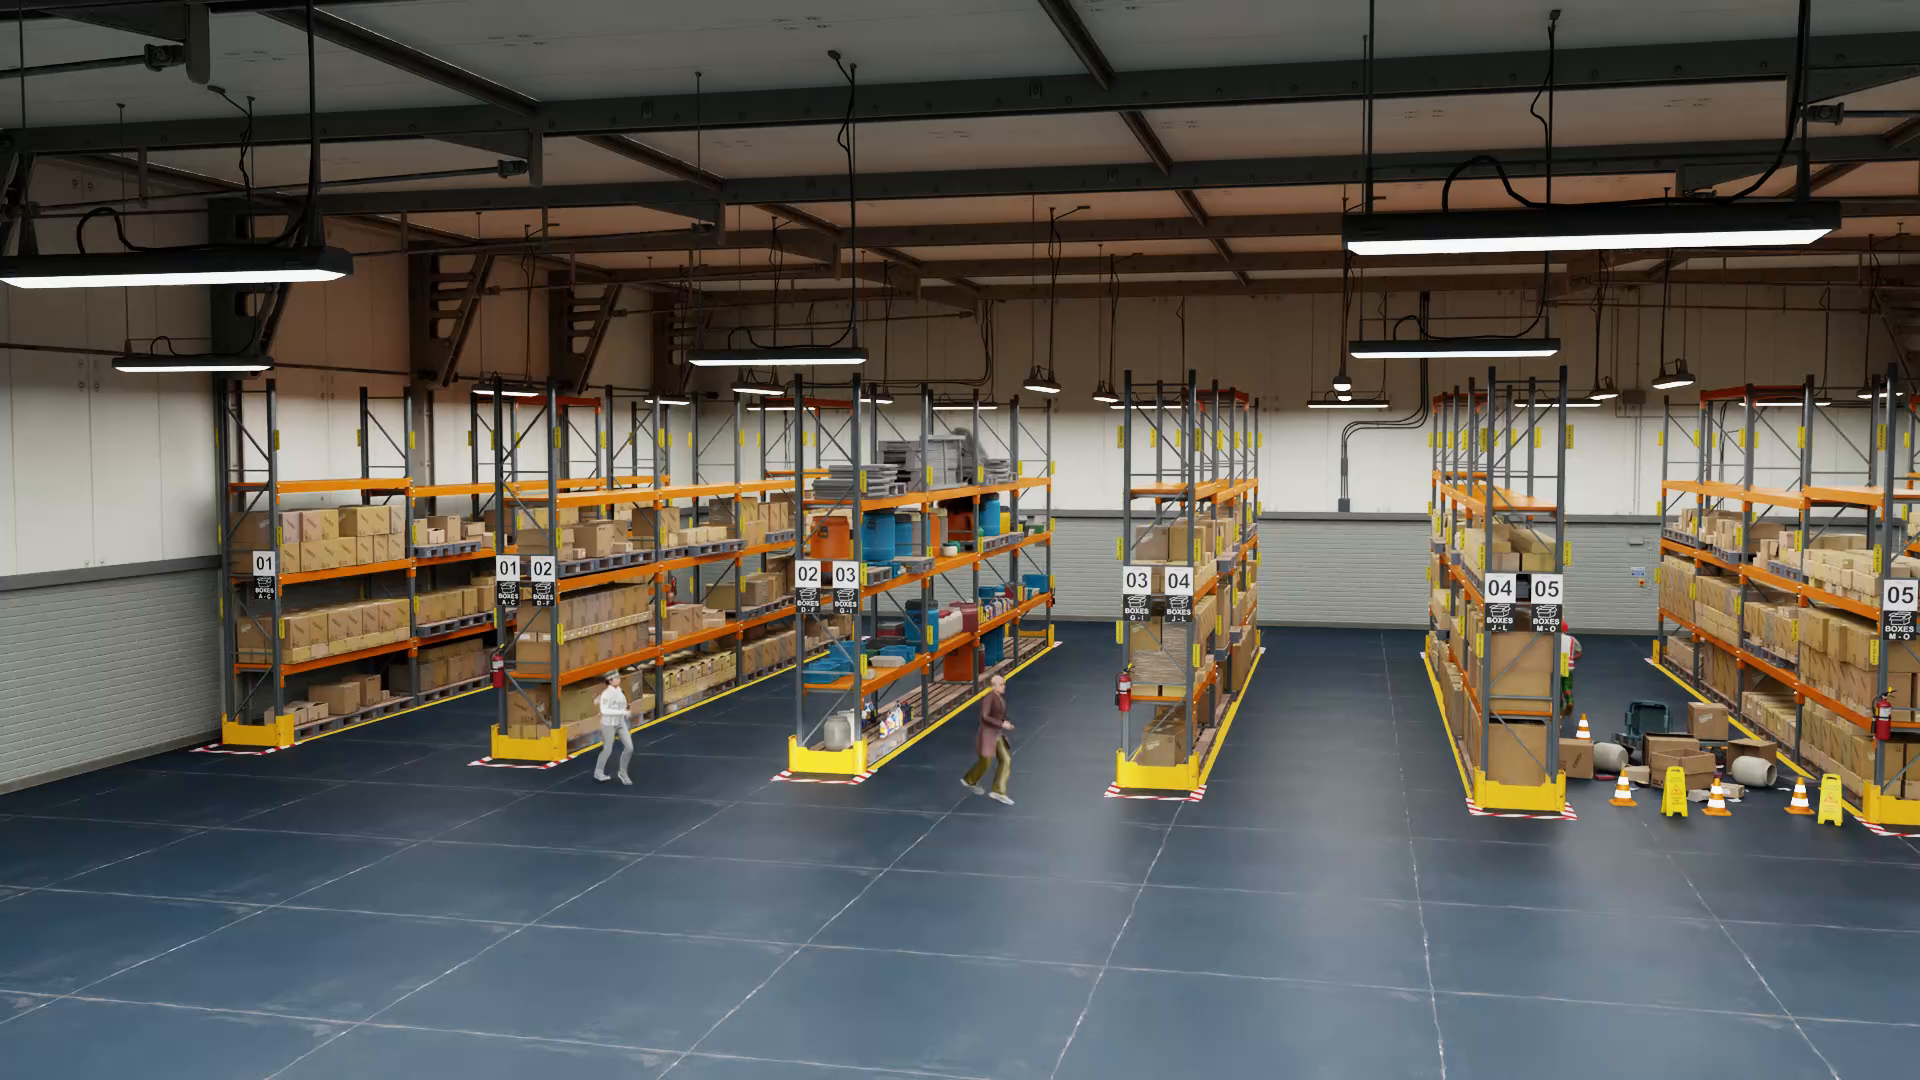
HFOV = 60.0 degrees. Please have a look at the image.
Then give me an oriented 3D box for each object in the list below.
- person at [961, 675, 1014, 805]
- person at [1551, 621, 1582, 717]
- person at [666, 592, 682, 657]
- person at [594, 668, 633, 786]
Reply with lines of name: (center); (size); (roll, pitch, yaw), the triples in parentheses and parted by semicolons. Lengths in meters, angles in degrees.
person: (0.340, 2.745, 23.022); (0.903, 1.775, 0.654); (2, 4, 36)
person: (10.912, 2.344, 30.046); (0.651, 1.738, 0.791); (1, 3, 10)
person: (-6.407, 1.975, 36.826); (0.663, 1.651, 0.736); (0, 3, -4)
person: (-5.027, 2.720, 24.084); (0.729, 1.740, 0.580); (2, 4, 32)
